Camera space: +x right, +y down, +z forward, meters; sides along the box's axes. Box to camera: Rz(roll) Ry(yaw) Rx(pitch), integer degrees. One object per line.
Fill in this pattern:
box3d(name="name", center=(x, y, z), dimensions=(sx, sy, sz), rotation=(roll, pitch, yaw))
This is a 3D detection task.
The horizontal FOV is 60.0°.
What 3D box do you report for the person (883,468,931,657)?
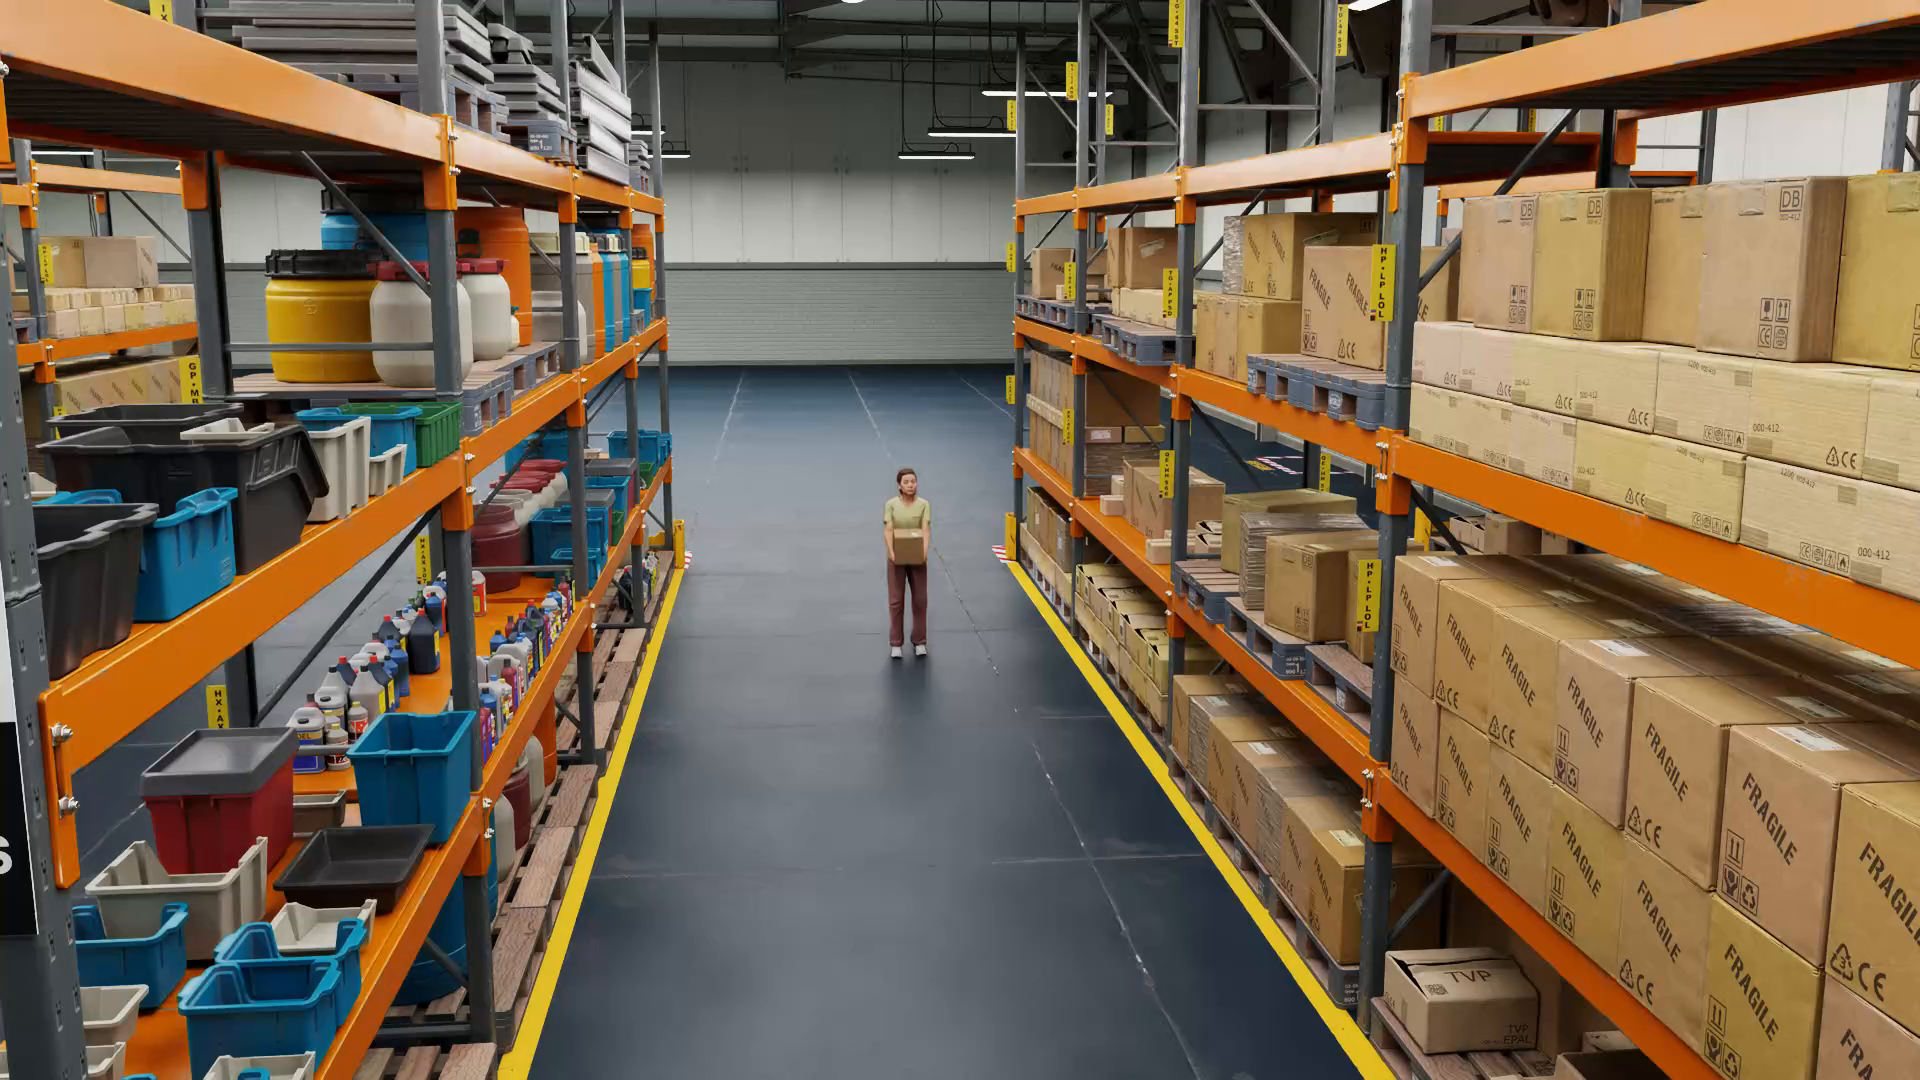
box3d(name="person", center=(-0.466, 0.205, 14.790), dimensions=(0.425, 1.665, 0.556), rotation=(-1, 10, -5))
